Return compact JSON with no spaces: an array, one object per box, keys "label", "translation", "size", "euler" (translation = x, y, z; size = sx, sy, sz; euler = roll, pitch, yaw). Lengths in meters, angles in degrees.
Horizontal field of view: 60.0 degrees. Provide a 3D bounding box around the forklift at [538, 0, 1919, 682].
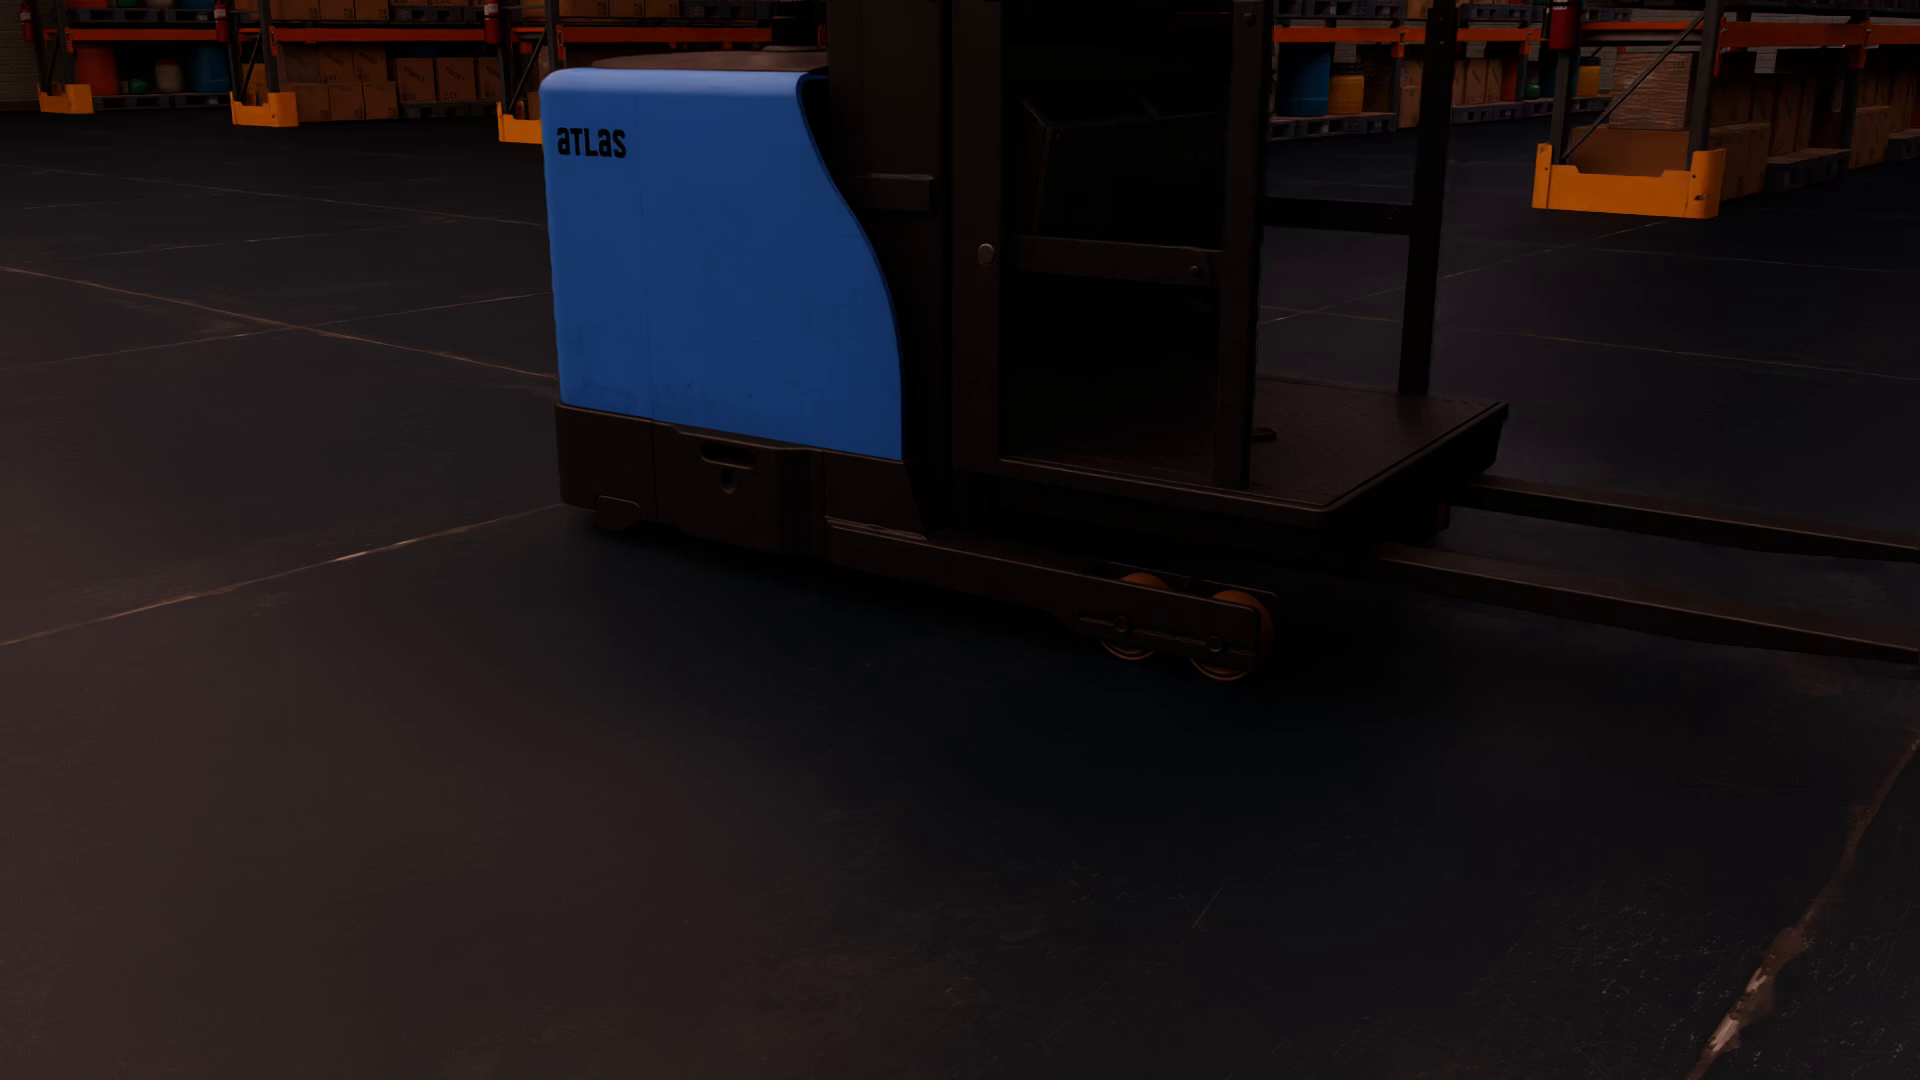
[{"label":"forklift","translation":[0.541,-1.316,3.231],"size":[3.031,2.935,1.130],"euler":[11,20,32]}]
